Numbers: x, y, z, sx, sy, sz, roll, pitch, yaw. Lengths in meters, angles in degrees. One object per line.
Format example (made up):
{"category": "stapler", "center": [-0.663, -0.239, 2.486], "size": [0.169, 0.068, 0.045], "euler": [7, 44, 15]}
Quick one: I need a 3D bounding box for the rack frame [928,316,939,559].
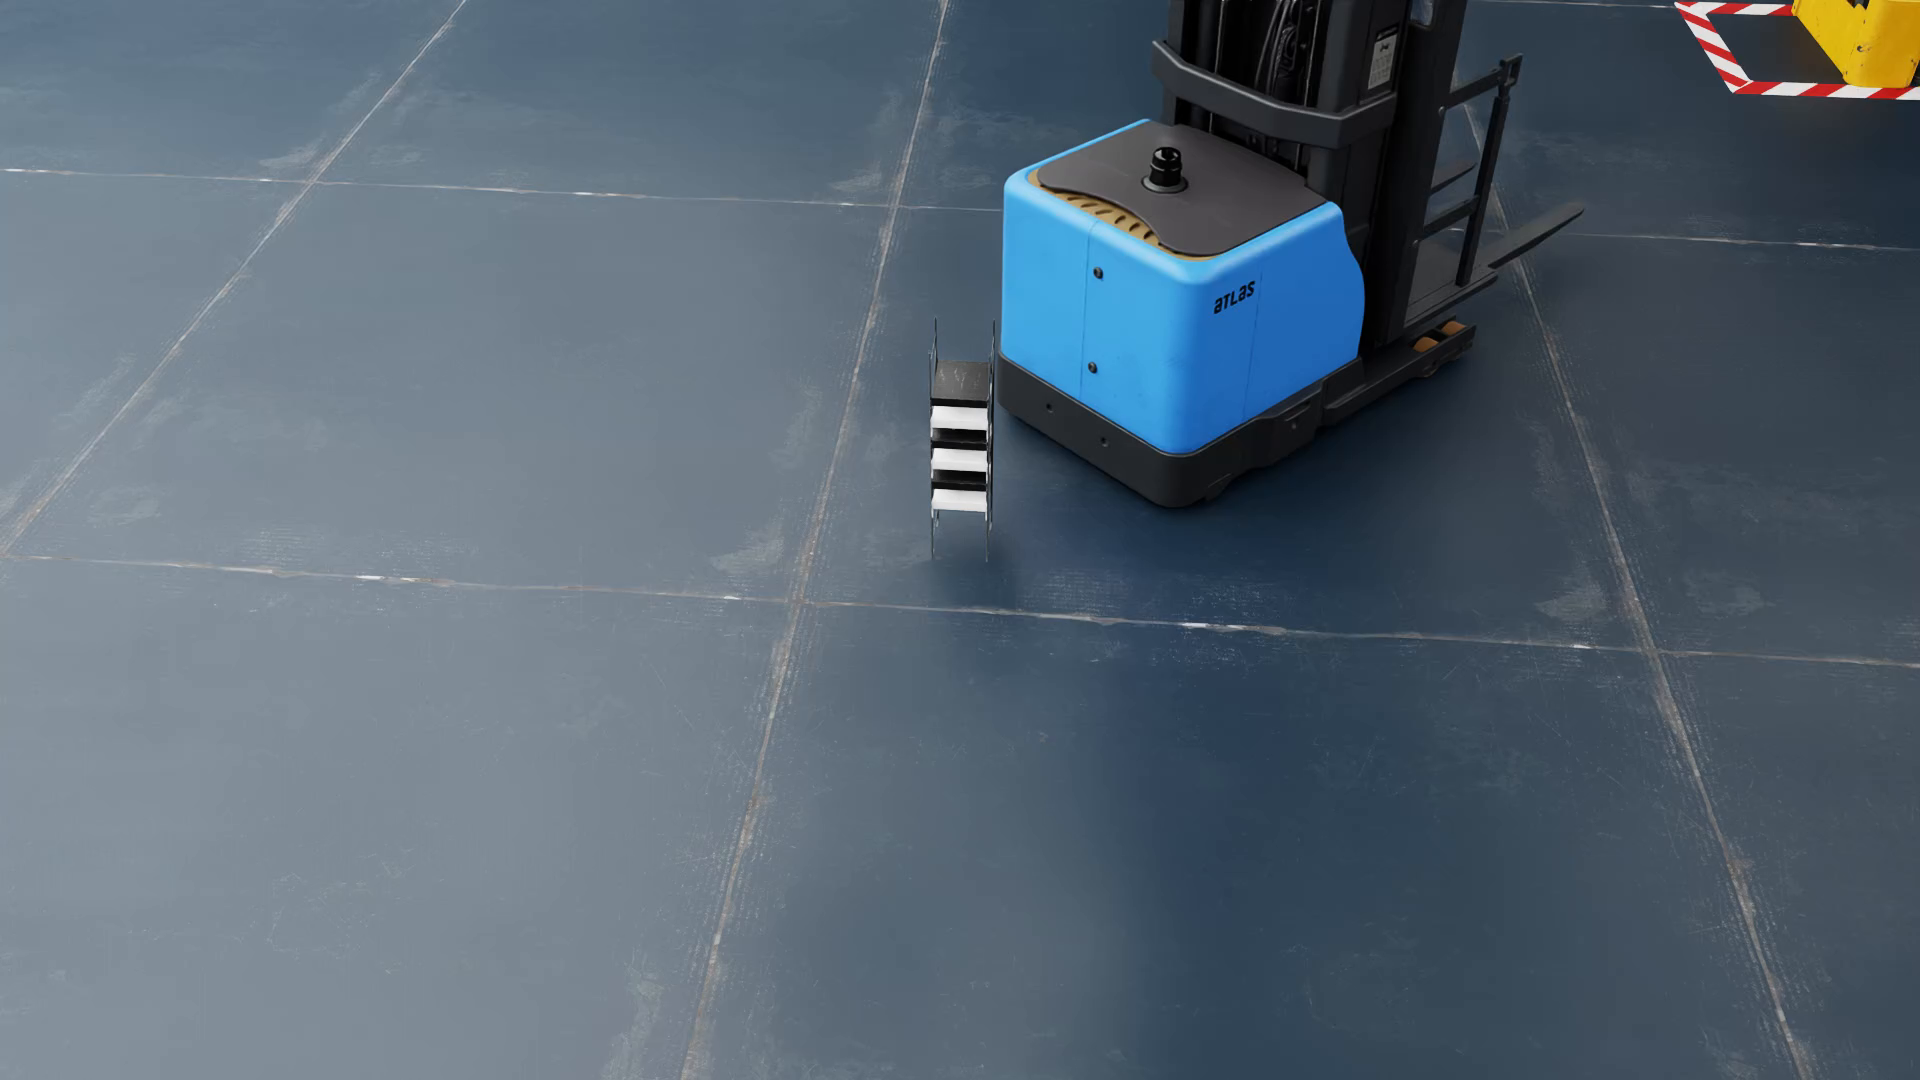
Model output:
{"category": "rack frame", "center": [-0.093, -0.354, 5.972], "size": [0.006, 0.900, 0.240], "euler": [3, 39, 4]}

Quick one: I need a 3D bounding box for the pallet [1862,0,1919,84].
{"category": "pallet", "center": [6.060, -2.953, 9.711], "size": [1.213, 0.211, 1.003], "euler": [3, 39, 4]}

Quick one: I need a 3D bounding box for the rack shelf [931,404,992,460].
{"category": "rack shelf", "center": [0.008, -0.392, 5.930], "size": [0.200, 0.077, 0.258], "euler": [3, 39, 4]}

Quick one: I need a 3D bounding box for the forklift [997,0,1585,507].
{"category": "forklift", "center": [1.588, -2.057, 6.455], "size": [3.031, 2.935, 1.130], "euler": [-29, 47, -31]}

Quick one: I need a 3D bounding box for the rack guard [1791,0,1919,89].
{"category": "rack guard", "center": [5.252, -3.113, 9.679], "size": [0.348, 0.500, 1.175], "euler": [3, 39, 4]}

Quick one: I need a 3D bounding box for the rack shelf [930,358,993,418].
{"category": "rack shelf", "center": [0.008, -0.532, 5.816], "size": [0.200, 0.077, 0.258], "euler": [3, 39, 4]}

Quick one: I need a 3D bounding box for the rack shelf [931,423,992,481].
{"category": "rack shelf", "center": [0.008, -0.323, 5.986], "size": [0.200, 0.077, 0.258], "euler": [3, 39, 4]}

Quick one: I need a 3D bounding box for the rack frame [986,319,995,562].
{"category": "rack frame", "center": [0.109, -0.343, 5.959], "size": [0.006, 0.900, 0.240], "euler": [3, 39, 4]}

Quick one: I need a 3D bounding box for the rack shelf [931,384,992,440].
{"category": "rack shelf", "center": [0.008, -0.462, 5.873], "size": [0.200, 0.077, 0.258], "euler": [3, 39, 4]}

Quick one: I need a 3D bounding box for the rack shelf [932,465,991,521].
{"category": "rack shelf", "center": [0.008, -0.183, 6.100], "size": [0.200, 0.077, 0.258], "euler": [3, 39, 4]}

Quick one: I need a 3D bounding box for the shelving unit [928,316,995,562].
{"category": "shelving unit", "center": [0.008, -0.349, 5.965], "size": [0.210, 0.900, 0.258], "euler": [3, 39, 4]}

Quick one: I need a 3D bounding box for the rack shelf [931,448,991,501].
{"category": "rack shelf", "center": [0.008, -0.253, 6.043], "size": [0.200, 0.077, 0.258], "euler": [3, 39, 4]}
